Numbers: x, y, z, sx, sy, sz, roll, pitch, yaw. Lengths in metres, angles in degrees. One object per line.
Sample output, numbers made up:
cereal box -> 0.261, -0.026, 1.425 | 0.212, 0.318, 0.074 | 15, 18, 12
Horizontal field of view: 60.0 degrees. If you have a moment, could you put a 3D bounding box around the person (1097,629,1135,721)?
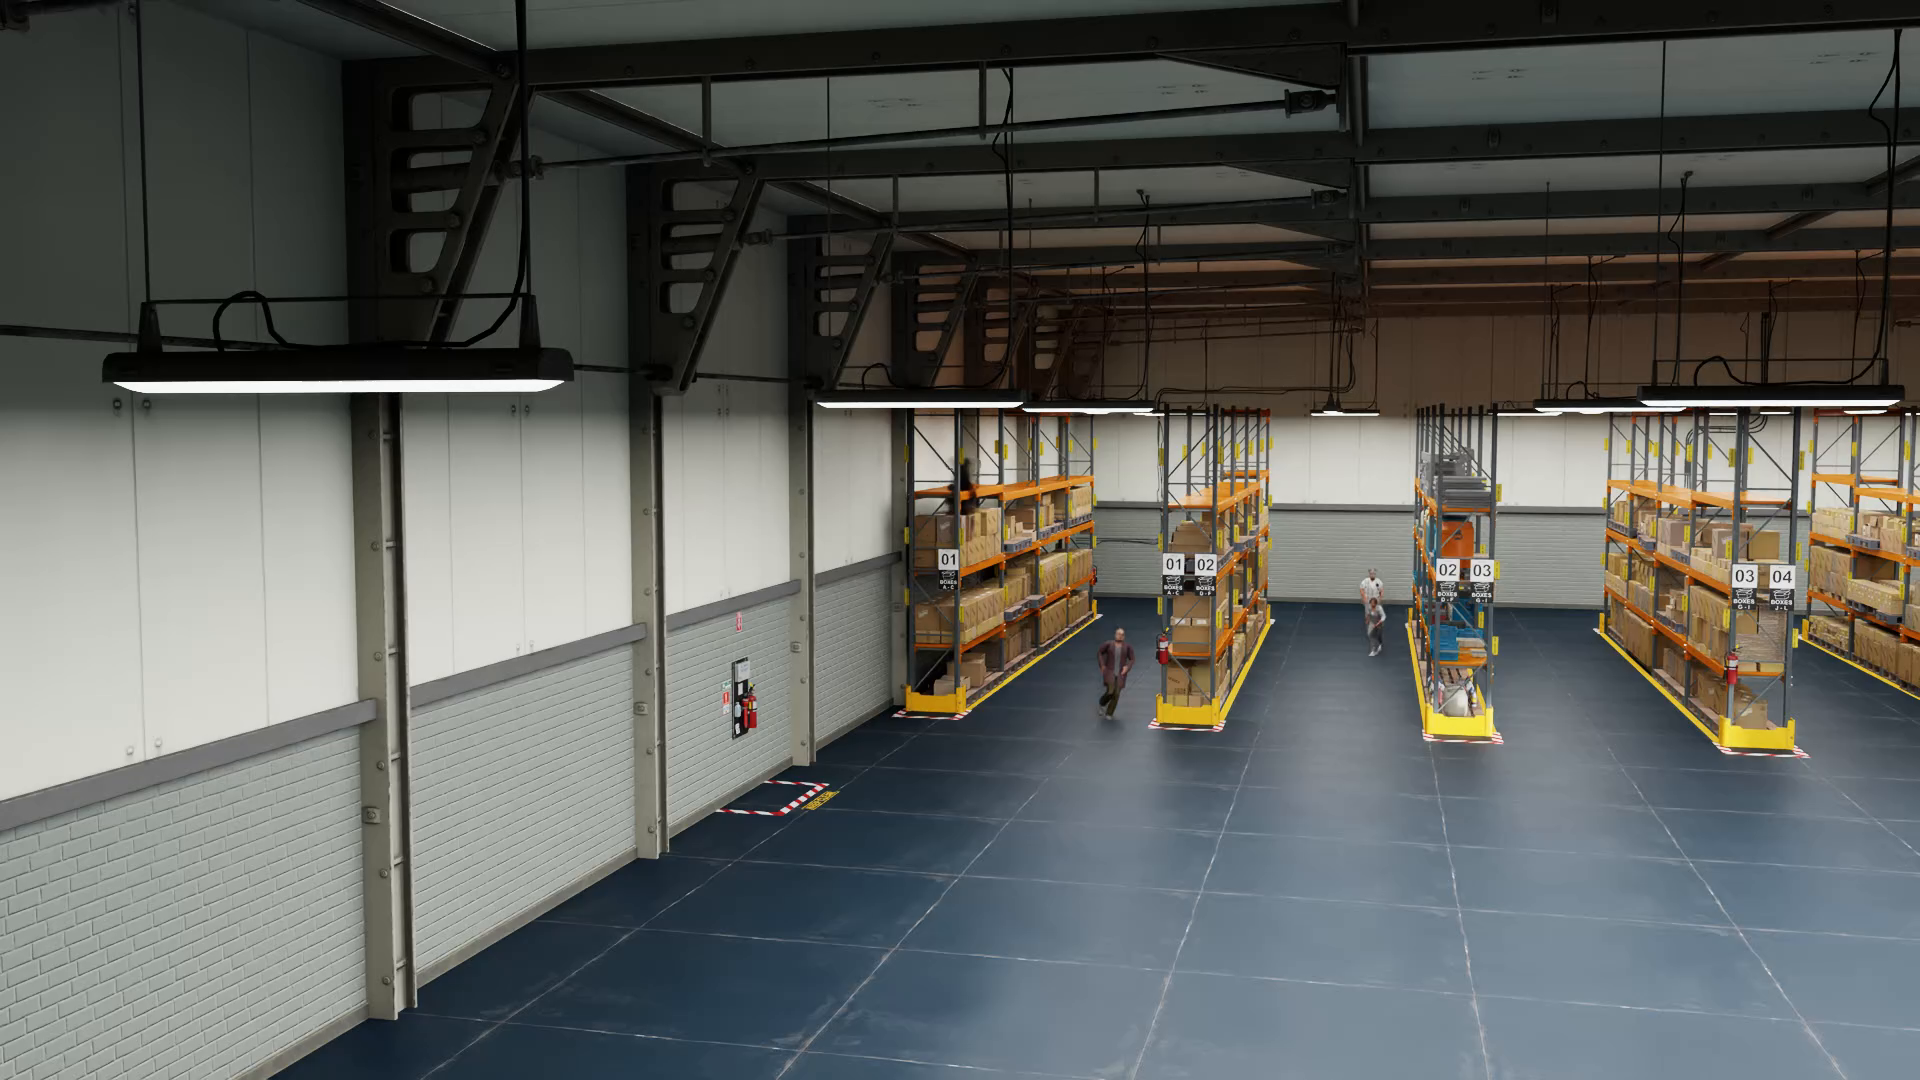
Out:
person -> 2.996, 2.564, 31.674 | 0.696, 1.749, 0.605 | -1, 4, -7

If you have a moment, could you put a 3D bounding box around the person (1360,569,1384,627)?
person -> 11.113, 1.609, 44.873 | 0.650, 1.712, 0.654 | 1, 4, 11

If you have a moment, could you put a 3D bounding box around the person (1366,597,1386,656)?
person -> 10.114, 2.061, 40.238 | 0.537, 1.435, 0.991 | 3, 5, 35
